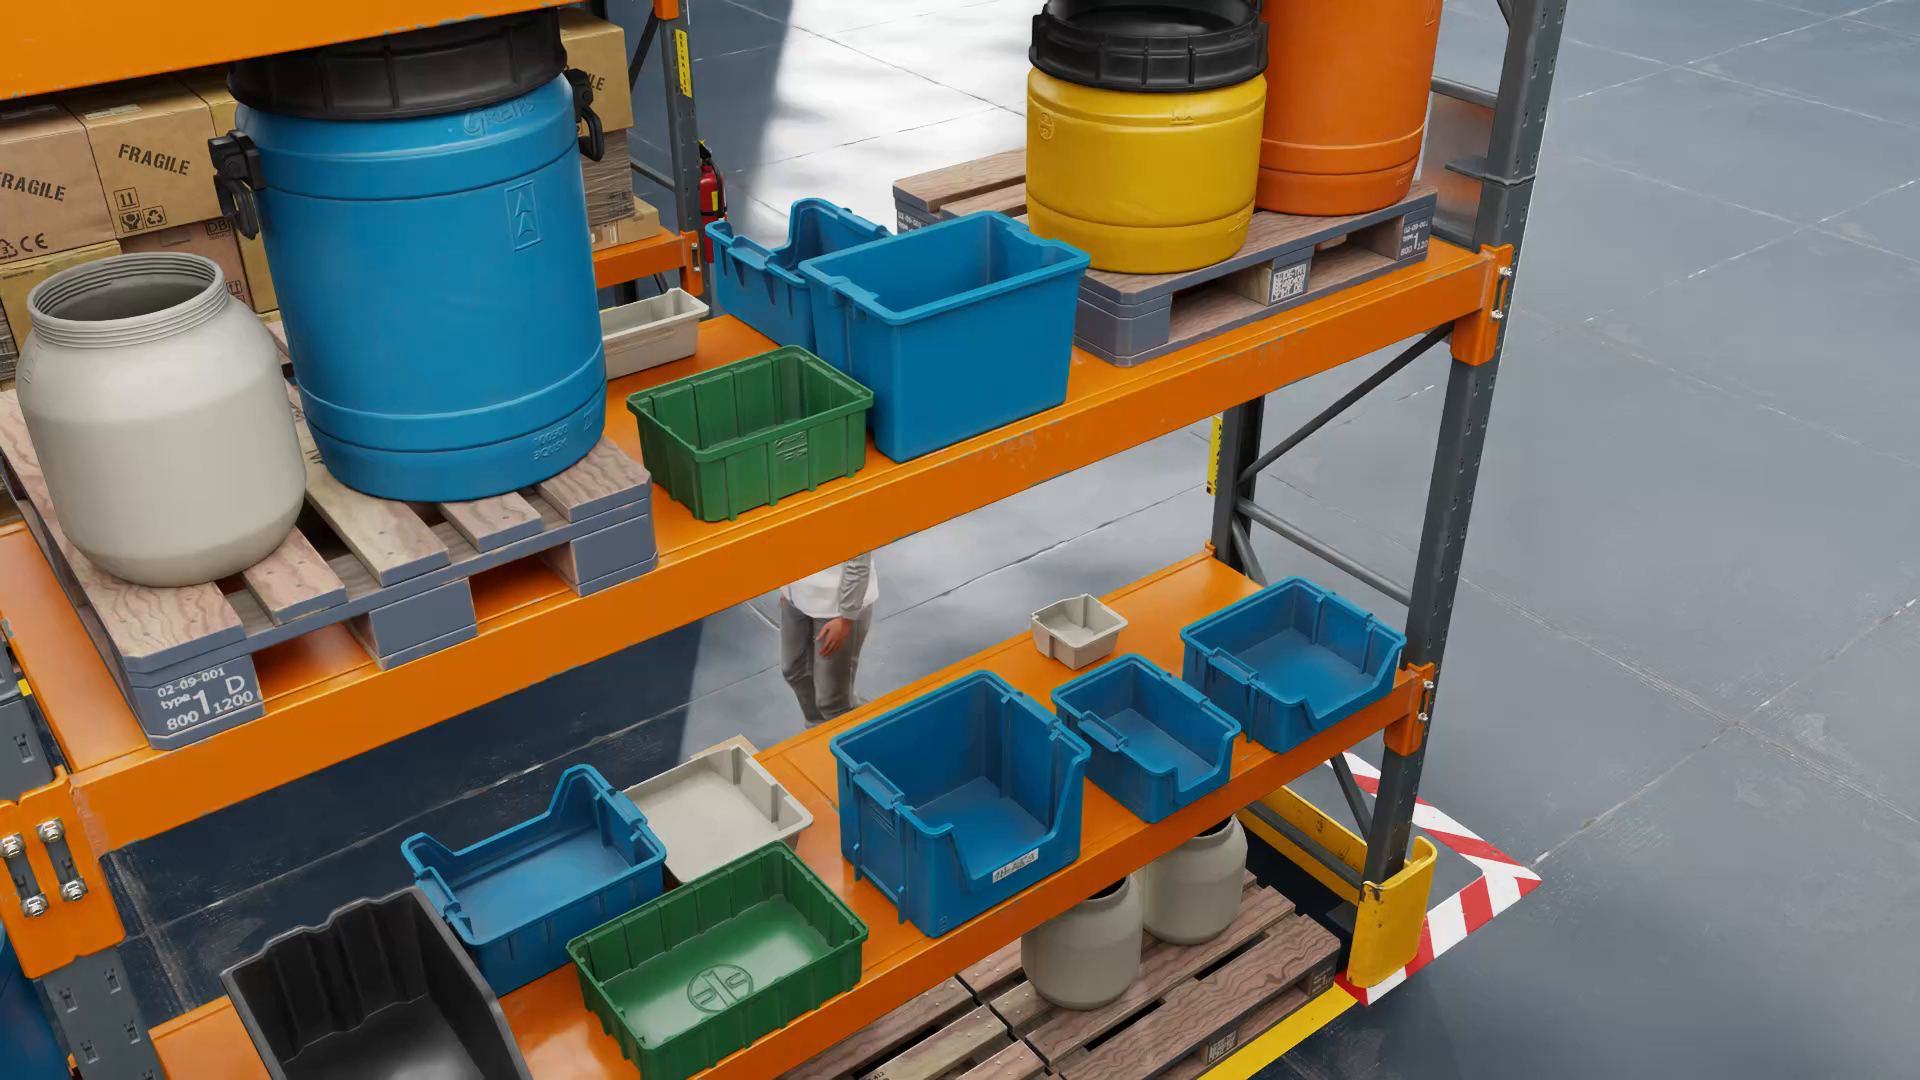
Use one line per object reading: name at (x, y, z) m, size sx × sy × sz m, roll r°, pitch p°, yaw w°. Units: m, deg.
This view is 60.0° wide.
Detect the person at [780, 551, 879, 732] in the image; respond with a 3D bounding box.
person at (-0.549, 0.237, 6.759) m, size 0.400 × 1.754 × 0.543 m, roll -21°, pitch 38°, yaw -30°
